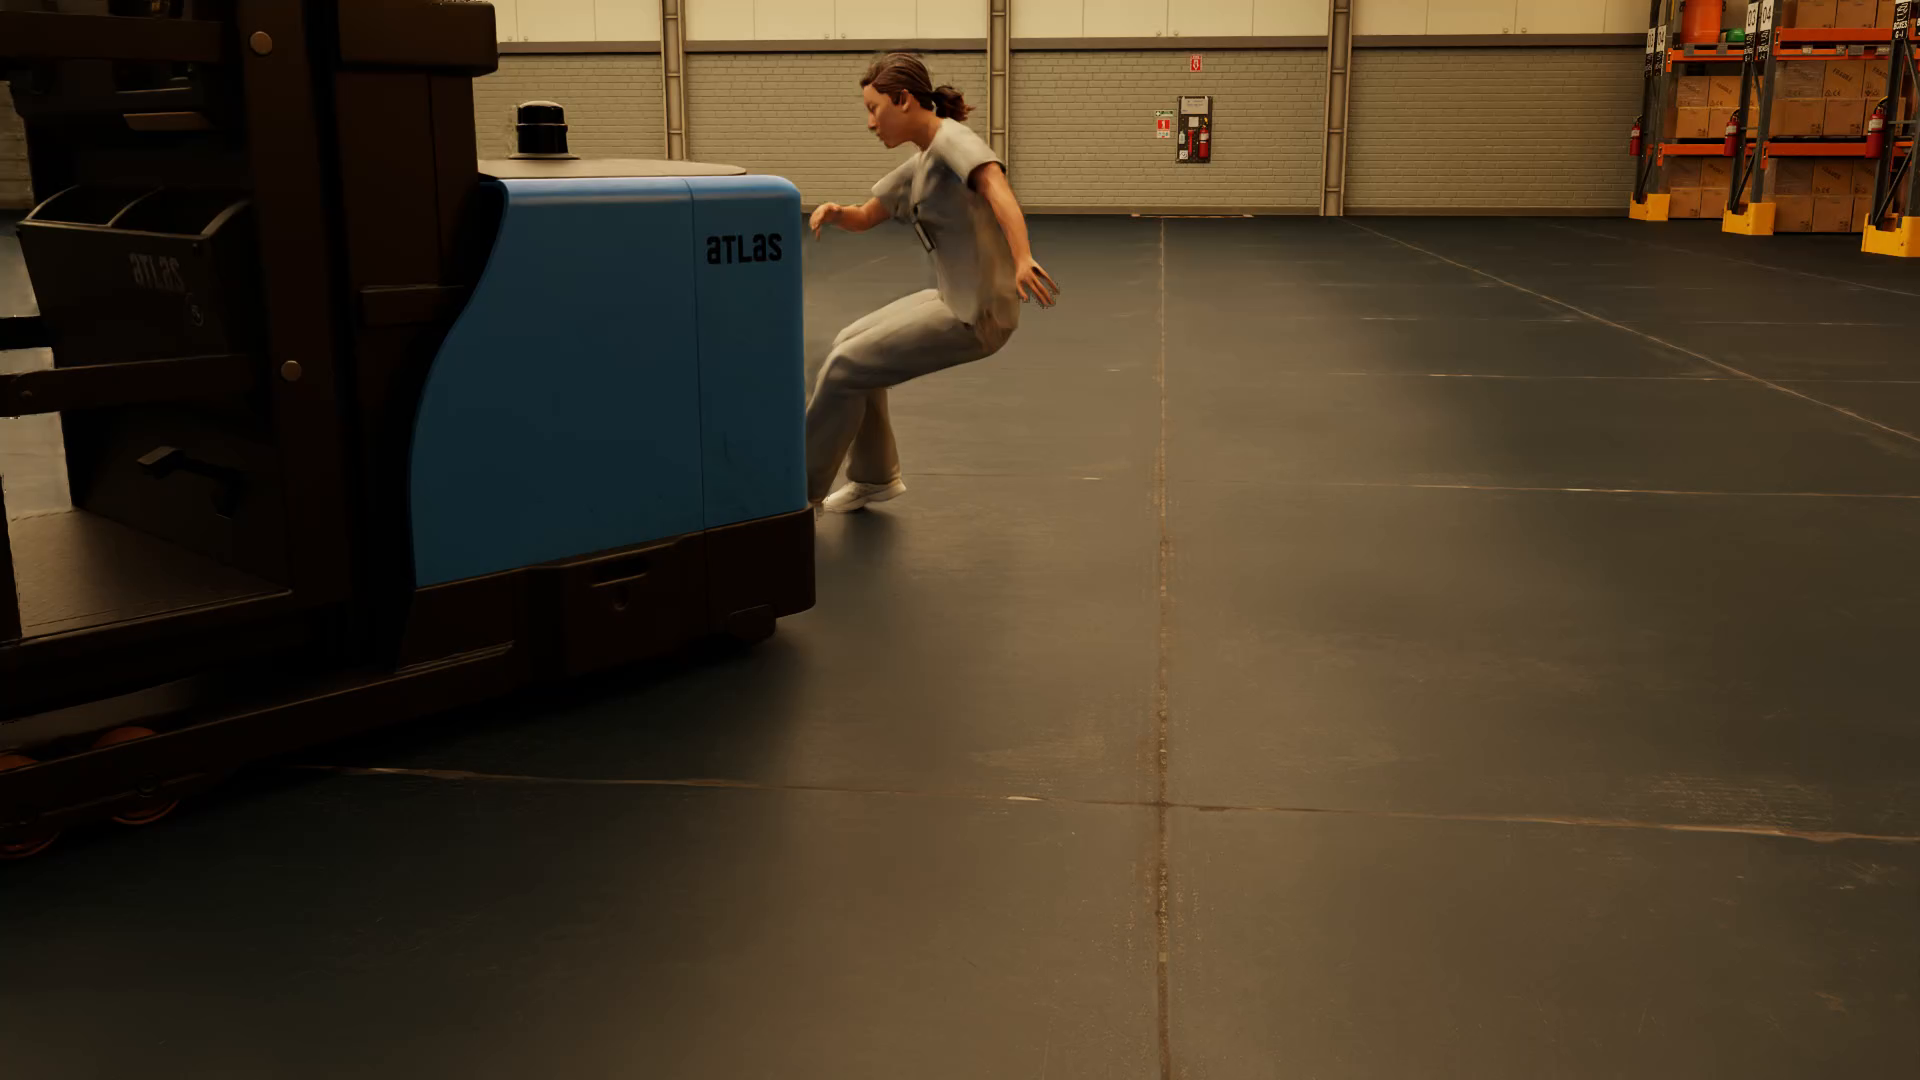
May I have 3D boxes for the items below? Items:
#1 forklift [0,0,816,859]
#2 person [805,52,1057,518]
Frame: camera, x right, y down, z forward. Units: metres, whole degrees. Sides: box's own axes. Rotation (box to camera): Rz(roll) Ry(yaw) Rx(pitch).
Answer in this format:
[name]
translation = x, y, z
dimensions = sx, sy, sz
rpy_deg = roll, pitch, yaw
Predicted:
[forklift]
translation = -1.724, -1.037, 2.945
dimensions = 1.130, 2.935, 3.031
rpy_deg = 12, 18, 42
[person]
translation = -0.231, -0.679, 4.804
dimensions = 0.903, 1.420, 0.971
rpy_deg = -1, 13, -5
